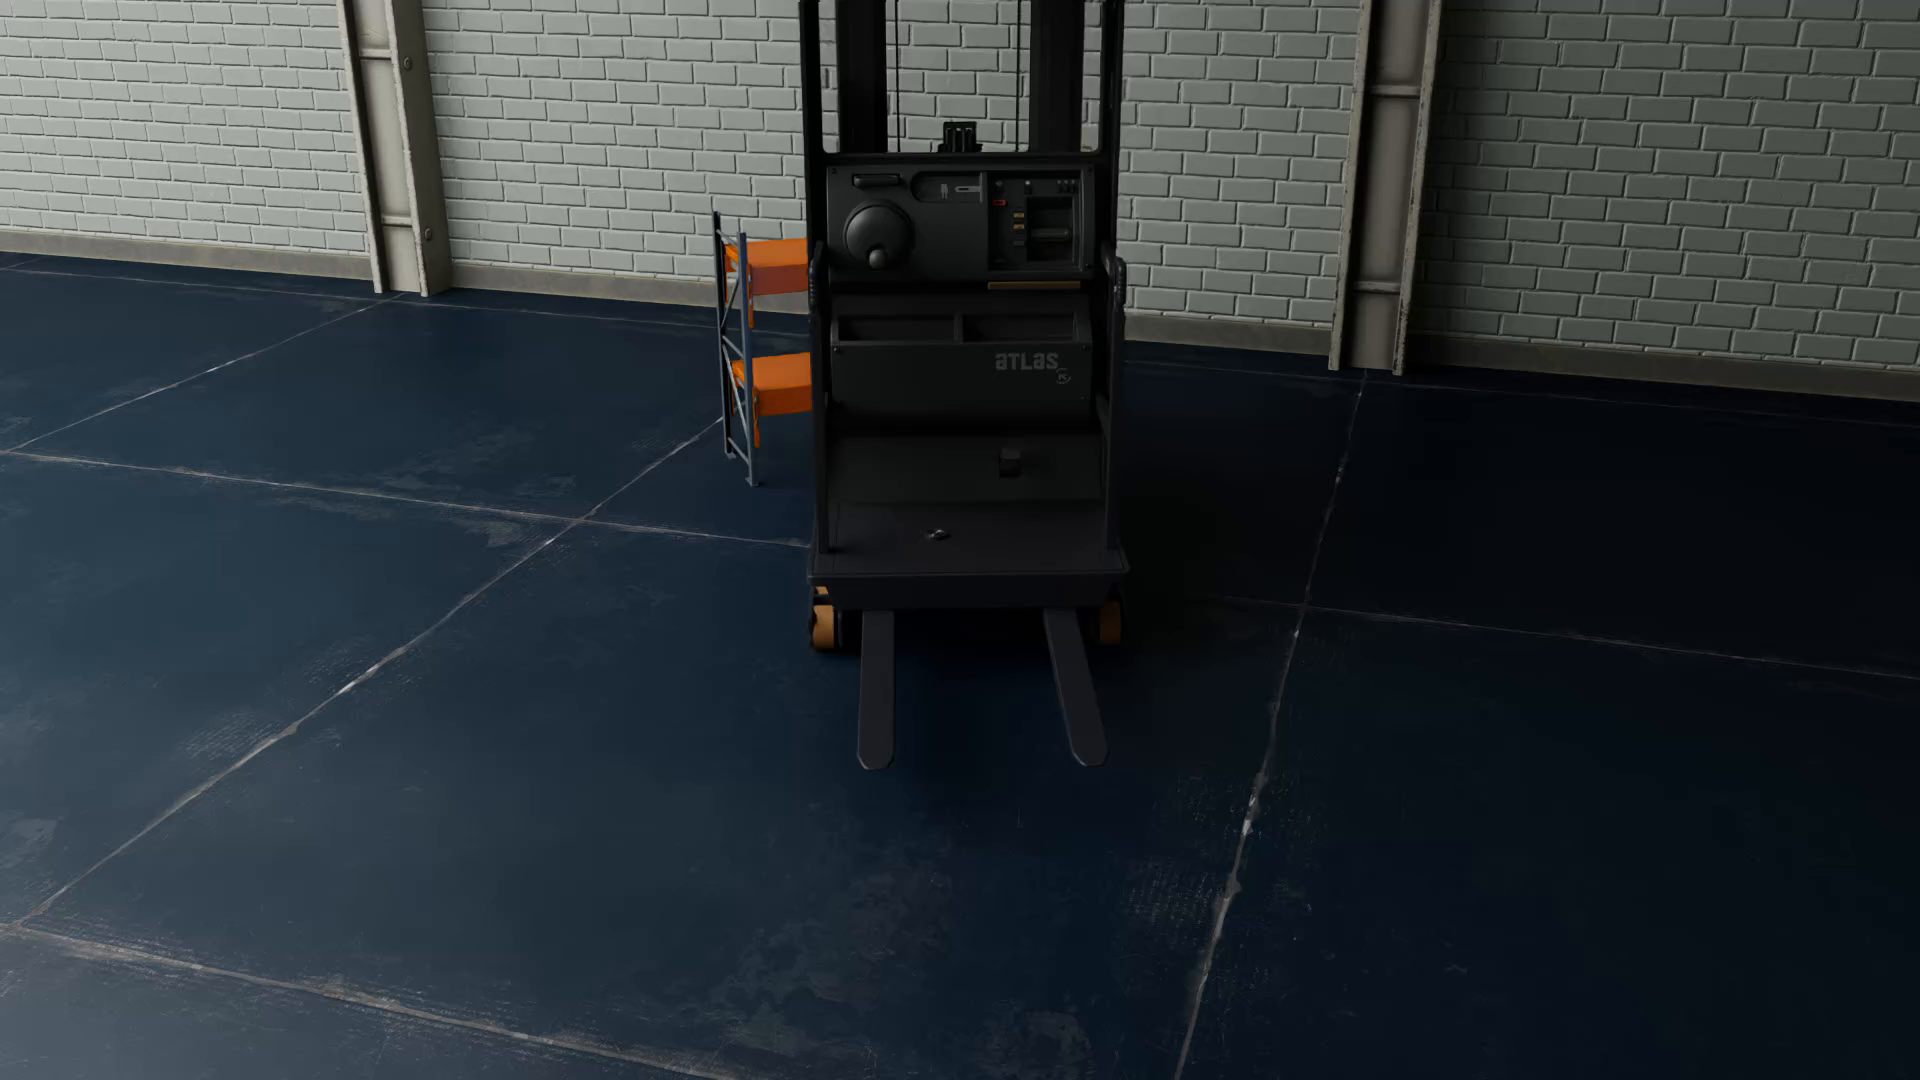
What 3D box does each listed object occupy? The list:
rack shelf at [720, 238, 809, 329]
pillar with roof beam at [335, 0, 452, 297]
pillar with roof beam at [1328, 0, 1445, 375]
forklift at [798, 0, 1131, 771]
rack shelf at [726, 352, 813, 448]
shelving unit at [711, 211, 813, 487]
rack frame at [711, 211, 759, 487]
[{"bbox_3d":[-0.521,-1.187,7.409,1.000,0.278,0.538,-8,24,-20],"label":"rack shelf"},{"bbox_3d":[-4.754,-4.217,5.193,0.400,9.000,9.100,7,23,16],"label":"pillar with roof beam"},{"bbox_3d":[0.990,-3.559,3.589,0.400,9.000,9.100,7,23,16],"label":"pillar with roof beam"},{"bbox_3d":[0.015,-1.091,5.567,1.130,2.935,3.031,-1,22,-2],"label":"forklift"},{"bbox_3d":[-0.521,-0.690,7.613,1.000,0.278,0.538,-8,24,-20],"label":"rack shelf"},{"bbox_3d":[-0.521,-0.916,7.520,1.048,1.125,0.538,-8,24,-20],"label":"shelving unit"},{"bbox_3d":[-0.995,-0.846,7.350,0.032,1.125,0.500,-8,24,-20],"label":"rack frame"}]
